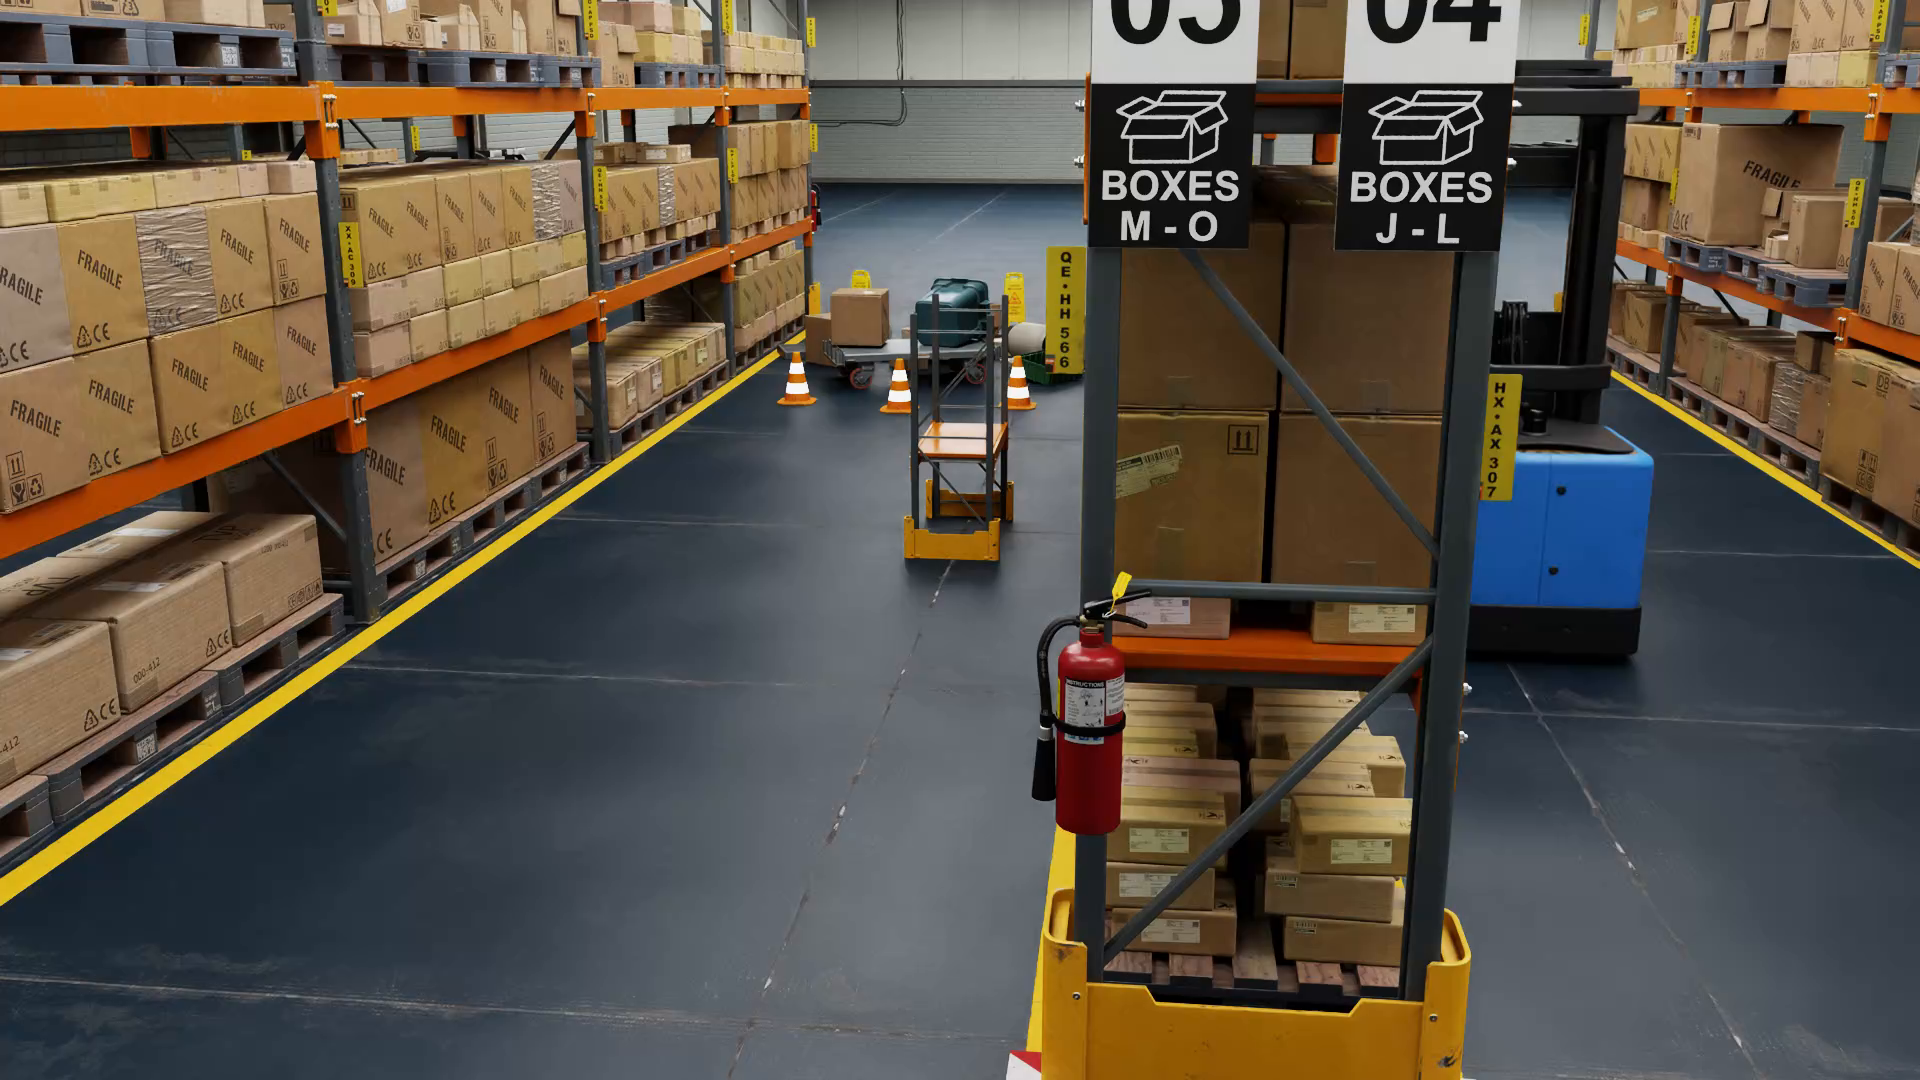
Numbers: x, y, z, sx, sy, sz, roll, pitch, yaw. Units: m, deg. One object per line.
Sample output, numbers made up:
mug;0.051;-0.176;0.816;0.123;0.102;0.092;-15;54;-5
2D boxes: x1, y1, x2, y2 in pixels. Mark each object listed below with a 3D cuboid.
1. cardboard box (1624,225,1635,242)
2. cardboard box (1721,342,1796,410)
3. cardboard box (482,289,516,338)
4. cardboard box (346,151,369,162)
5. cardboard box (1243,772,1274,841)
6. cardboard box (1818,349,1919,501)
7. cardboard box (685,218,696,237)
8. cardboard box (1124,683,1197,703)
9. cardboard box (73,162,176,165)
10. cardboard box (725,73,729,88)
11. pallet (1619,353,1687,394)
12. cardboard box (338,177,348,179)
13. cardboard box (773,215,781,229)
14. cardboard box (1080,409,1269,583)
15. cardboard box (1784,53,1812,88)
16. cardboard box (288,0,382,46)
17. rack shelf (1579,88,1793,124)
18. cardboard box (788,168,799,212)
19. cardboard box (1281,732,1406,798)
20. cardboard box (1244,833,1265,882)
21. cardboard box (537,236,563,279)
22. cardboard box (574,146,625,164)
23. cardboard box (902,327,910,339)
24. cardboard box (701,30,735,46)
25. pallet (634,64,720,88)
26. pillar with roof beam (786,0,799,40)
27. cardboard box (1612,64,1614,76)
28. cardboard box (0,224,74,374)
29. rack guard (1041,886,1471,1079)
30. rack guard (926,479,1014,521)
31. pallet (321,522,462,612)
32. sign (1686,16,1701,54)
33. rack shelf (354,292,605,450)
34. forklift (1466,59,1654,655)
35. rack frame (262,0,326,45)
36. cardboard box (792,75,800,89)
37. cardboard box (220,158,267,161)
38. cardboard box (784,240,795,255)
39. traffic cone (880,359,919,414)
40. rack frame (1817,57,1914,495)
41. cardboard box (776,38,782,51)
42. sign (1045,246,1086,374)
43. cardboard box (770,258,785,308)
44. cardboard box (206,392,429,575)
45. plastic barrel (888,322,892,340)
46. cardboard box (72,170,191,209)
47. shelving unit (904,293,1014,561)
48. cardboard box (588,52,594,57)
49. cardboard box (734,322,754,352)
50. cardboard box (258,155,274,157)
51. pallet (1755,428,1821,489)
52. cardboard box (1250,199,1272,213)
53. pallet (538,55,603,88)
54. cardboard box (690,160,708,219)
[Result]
cardboard box;7.007;-3.128;16.965;0.380;0.149;0.250;2;15;6
cardboard box;6.865;-1.375;13.947;0.700;0.500;0.500;0;15;1
cardboard box;-3.150;-1.443;10.541;0.500;0.250;0.500;1;15;5
cardboard box;-7.169;-4.481;19.483;0.380;0.149;0.250;2;15;7
cardboard box;1.161;0.910;5.638;0.380;0.149;0.250;2;15;7
cardboard box;6.541;-0.758;10.983;1.225;0.875;0.875;1;15;4
cardboard box;-2.605;-2.826;15.044;0.380;0.149;0.250;2;15;7
cardboard box;0.684;0.614;6.161;0.380;0.149;0.250;2;15;8
cardboard box;-3.965;-1.716;7.913;0.380;0.149;0.250;2;15;7
cardboard box;-2.474;-4.489;16.253;0.380;0.149;0.250;1;15;5
pallet;7.132;-1.625;16.269;1.003;0.211;1.213;2;15;6
cardboard box;-3.806;-1.802;9.473;0.500;0.500;0.500;2;15;7
cardboard box;-2.209;-3.567;18.590;0.380;0.149;0.250;2;15;6
cardboard box;0.615;-0.172;4.791;0.500;0.500;0.500;2;15;7
cardboard box;6.552;-3.524;12.490;0.500;0.250;0.500;2;15;8
cardboard box;-3.254;-2.719;8.676;0.396;0.266;0.258;2;15;6
rack shelf;7.317;-4.416;16.878;1.077;0.370;4.000;2;15;6
cardboard box;-2.153;-4.039;19.091;0.500;0.500;0.500;2;15;6
cardboard box;1.284;0.767;5.595;0.380;0.149;0.250;2;15;6
cardboard box;1.167;1.056;5.668;0.380;0.149;0.250;2;15;7
cardboard box;-3.063;-1.954;11.470;0.500;0.250;0.500;1;15;5
cardboard box;-3.180;-3.400;14.679;0.380;0.149;0.250;3;15;9
cardboard box;-0.445;-2.350;19.069;0.380;0.149;0.250;11;19;35
cardboard box;-2.396;-4.872;16.140;0.380;0.149;0.250;1;15;5
pallet;-2.931;-4.289;15.389;1.213;0.211;1.003;2;15;6
pillar with roof beam;-0.548;-14.667;47.664;9.100;9.000;0.400;2;15;6
cardboard box;7.179;-4.958;17.792;0.500;0.250;0.500;1;15;5
cardboard box;-3.671;-0.891;6.103;0.500;0.500;0.500;2;15;6
rack guard;0.829;1.331;4.783;1.175;0.500;0.348;2;15;6
rack guard;0.065;-0.270;11.180;0.587;0.250;0.087;2;15;6
pallet;-3.646;0.130;9.775;1.003;0.211;1.213;2;15;6
sign;6.551;-4.508;14.850;0.100;0.325;0.005;2;15;6
rack shelf;-3.433;-1.185;10.675;1.077;0.370;4.000;2;15;6
forklift;3.011;-1.176;9.397;1.130;2.935;3.031;1;15;5
rack frame;-3.658;-3.909;7.880;1.000;3.000;0.127;2;15;6
cardboard box;-2.062;-5.286;19.200;0.380;0.149;0.250;2;15;7
cardboard box;-7.435;-3.883;17.273;0.380;0.149;0.250;2;15;7
cardboard box;-2.110;-3.364;19.138;0.380;0.149;0.250;2;15;8
traffic cone;-0.544;-1.396;14.939;0.336;0.463;0.334;2;15;6
rack frame;6.640;-1.759;11.420;1.000;3.000;0.127;2;15;6
cardboard box;-2.207;-5.544;18.626;0.380;0.149;0.250;2;15;7
sign;0.271;-0.589;4.272;0.100;0.325;0.005;2;15;6
cardboard box;-2.255;-2.881;18.598;0.500;0.500;0.500;1;15;5
cardboard box;-3.668;-0.354;9.489;0.875;0.875;0.875;2;15;8
plastic barrel;-1.033;-2.302;18.363;0.421;0.421;0.512;-14;20;-42
cardboard box;-3.556;-1.506;7.137;0.380;0.149;0.250;2;15;6
shelving unit;0.009;-0.744;10.539;0.587;1.500;1.083;2;15;6
cardboard box;-2.974;-3.577;12.654;0.396;0.266;0.258;2;15;6
cardboard box;-2.421;-2.109;17.177;0.500;0.250;0.500;1;15;4
cardboard box;-7.776;-4.161;18.301;0.380;0.149;0.250;2;15;6
pallet;6.729;-0.615;12.534;1.003;0.211;1.213;2;15;6
cardboard box;0.682;-0.788;5.154;0.500;0.500;0.500;1;15;4
pallet;-3.227;-3.239;11.510;1.213;0.211;1.003;2;15;9
cardboard box;-2.634;-3.228;15.286;0.500;0.500;0.500;2;15;7
